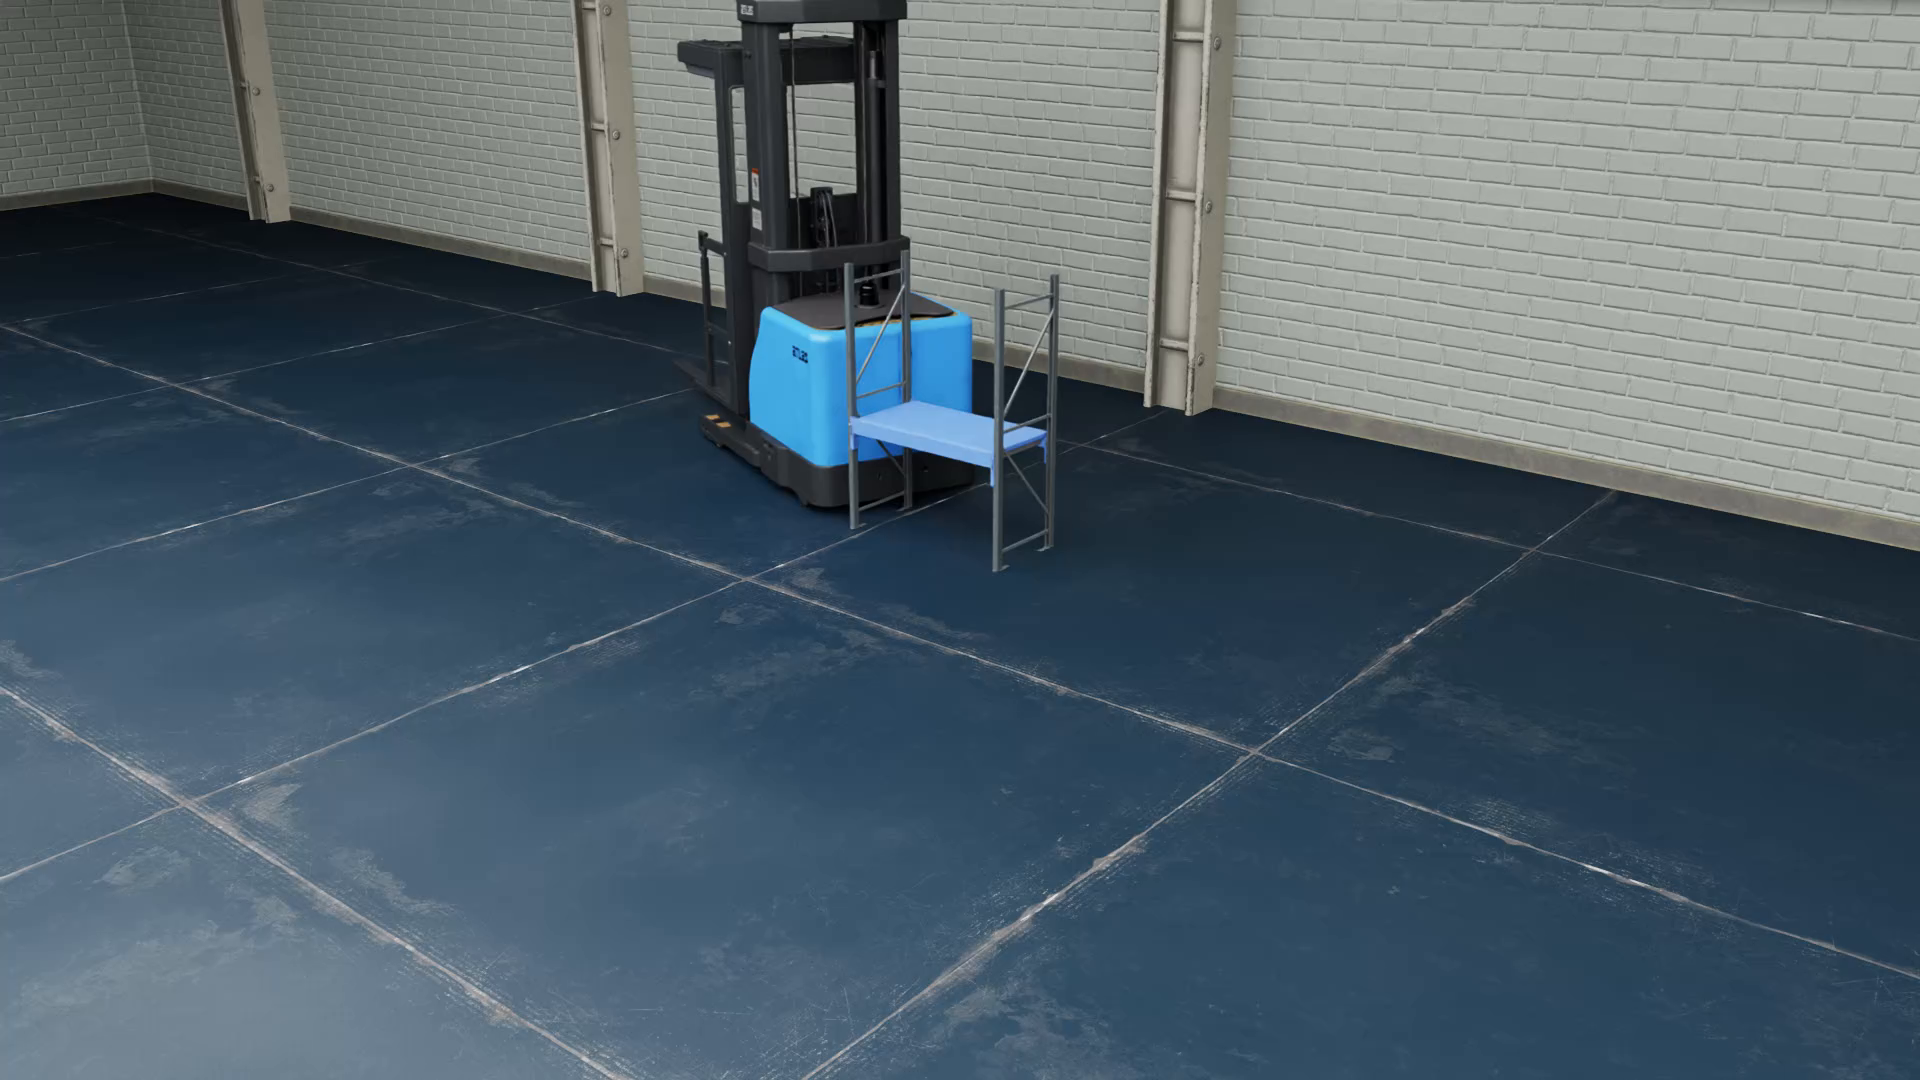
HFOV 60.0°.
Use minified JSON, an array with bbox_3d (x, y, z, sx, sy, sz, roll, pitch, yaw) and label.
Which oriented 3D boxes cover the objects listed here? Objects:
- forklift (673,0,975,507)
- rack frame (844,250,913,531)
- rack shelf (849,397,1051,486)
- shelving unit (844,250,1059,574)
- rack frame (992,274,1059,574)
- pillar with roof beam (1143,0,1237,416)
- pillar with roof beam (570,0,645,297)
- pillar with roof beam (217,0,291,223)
[{"bbox_3d":[-1.053,-2.035,10.411,1.130,2.935,3.031,-11,23,-26],"label":"forklift"},{"bbox_3d":[-0.445,-0.825,9.229,0.032,1.500,0.500,16,26,36],"label":"rack frame"},{"bbox_3d":[-0.052,-0.542,8.991,1.000,0.185,0.538,16,26,36],"label":"rack shelf"},{"bbox_3d":[-0.052,-0.711,8.927,1.048,1.500,0.538,16,26,36],"label":"shelving unit"},{"bbox_3d":[0.341,-0.597,8.625,0.032,1.500,0.500,16,26,36],"label":"rack frame"},{"bbox_3d":[-1.188,-3.972,6.948,0.400,9.000,9.100,16,26,36],"label":"pillar with roof beam"},{"bbox_3d":[-5.837,-5.311,10.498,0.400,9.000,9.100,16,26,36],"label":"pillar with roof beam"},{"bbox_3d":[-10.485,-6.649,14.048,0.400,9.000,9.100,16,26,36],"label":"pillar with roof beam"}]
